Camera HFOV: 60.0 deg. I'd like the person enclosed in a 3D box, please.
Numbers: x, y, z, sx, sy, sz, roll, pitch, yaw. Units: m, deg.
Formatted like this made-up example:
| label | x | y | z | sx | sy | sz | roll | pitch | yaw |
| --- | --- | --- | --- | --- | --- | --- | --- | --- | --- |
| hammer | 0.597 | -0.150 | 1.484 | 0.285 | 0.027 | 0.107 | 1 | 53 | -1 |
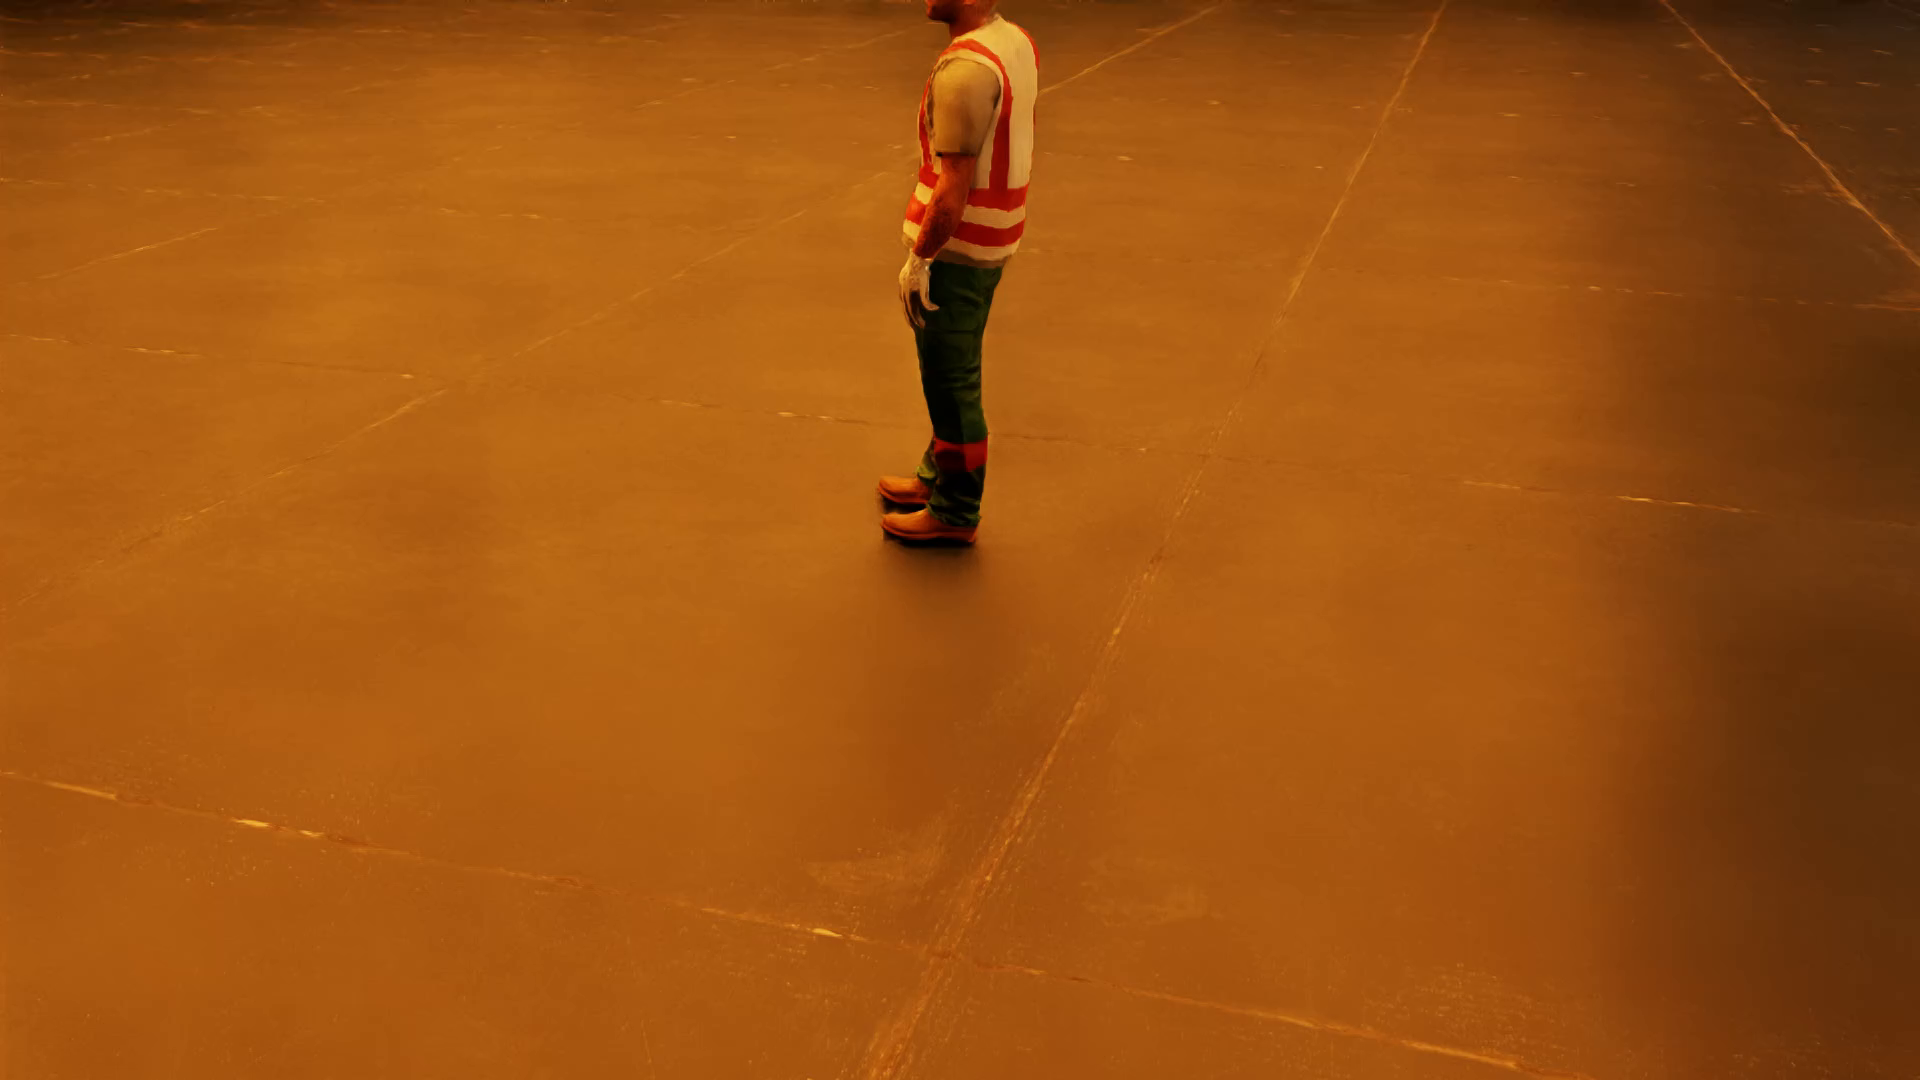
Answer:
| label | x | y | z | sx | sy | sz | roll | pitch | yaw |
| --- | --- | --- | --- | --- | --- | --- | --- | --- | --- |
| person | -0.073 | -0.847 | 4.808 | 0.563 | 1.787 | 0.637 | 7 | 23 | 16 |
